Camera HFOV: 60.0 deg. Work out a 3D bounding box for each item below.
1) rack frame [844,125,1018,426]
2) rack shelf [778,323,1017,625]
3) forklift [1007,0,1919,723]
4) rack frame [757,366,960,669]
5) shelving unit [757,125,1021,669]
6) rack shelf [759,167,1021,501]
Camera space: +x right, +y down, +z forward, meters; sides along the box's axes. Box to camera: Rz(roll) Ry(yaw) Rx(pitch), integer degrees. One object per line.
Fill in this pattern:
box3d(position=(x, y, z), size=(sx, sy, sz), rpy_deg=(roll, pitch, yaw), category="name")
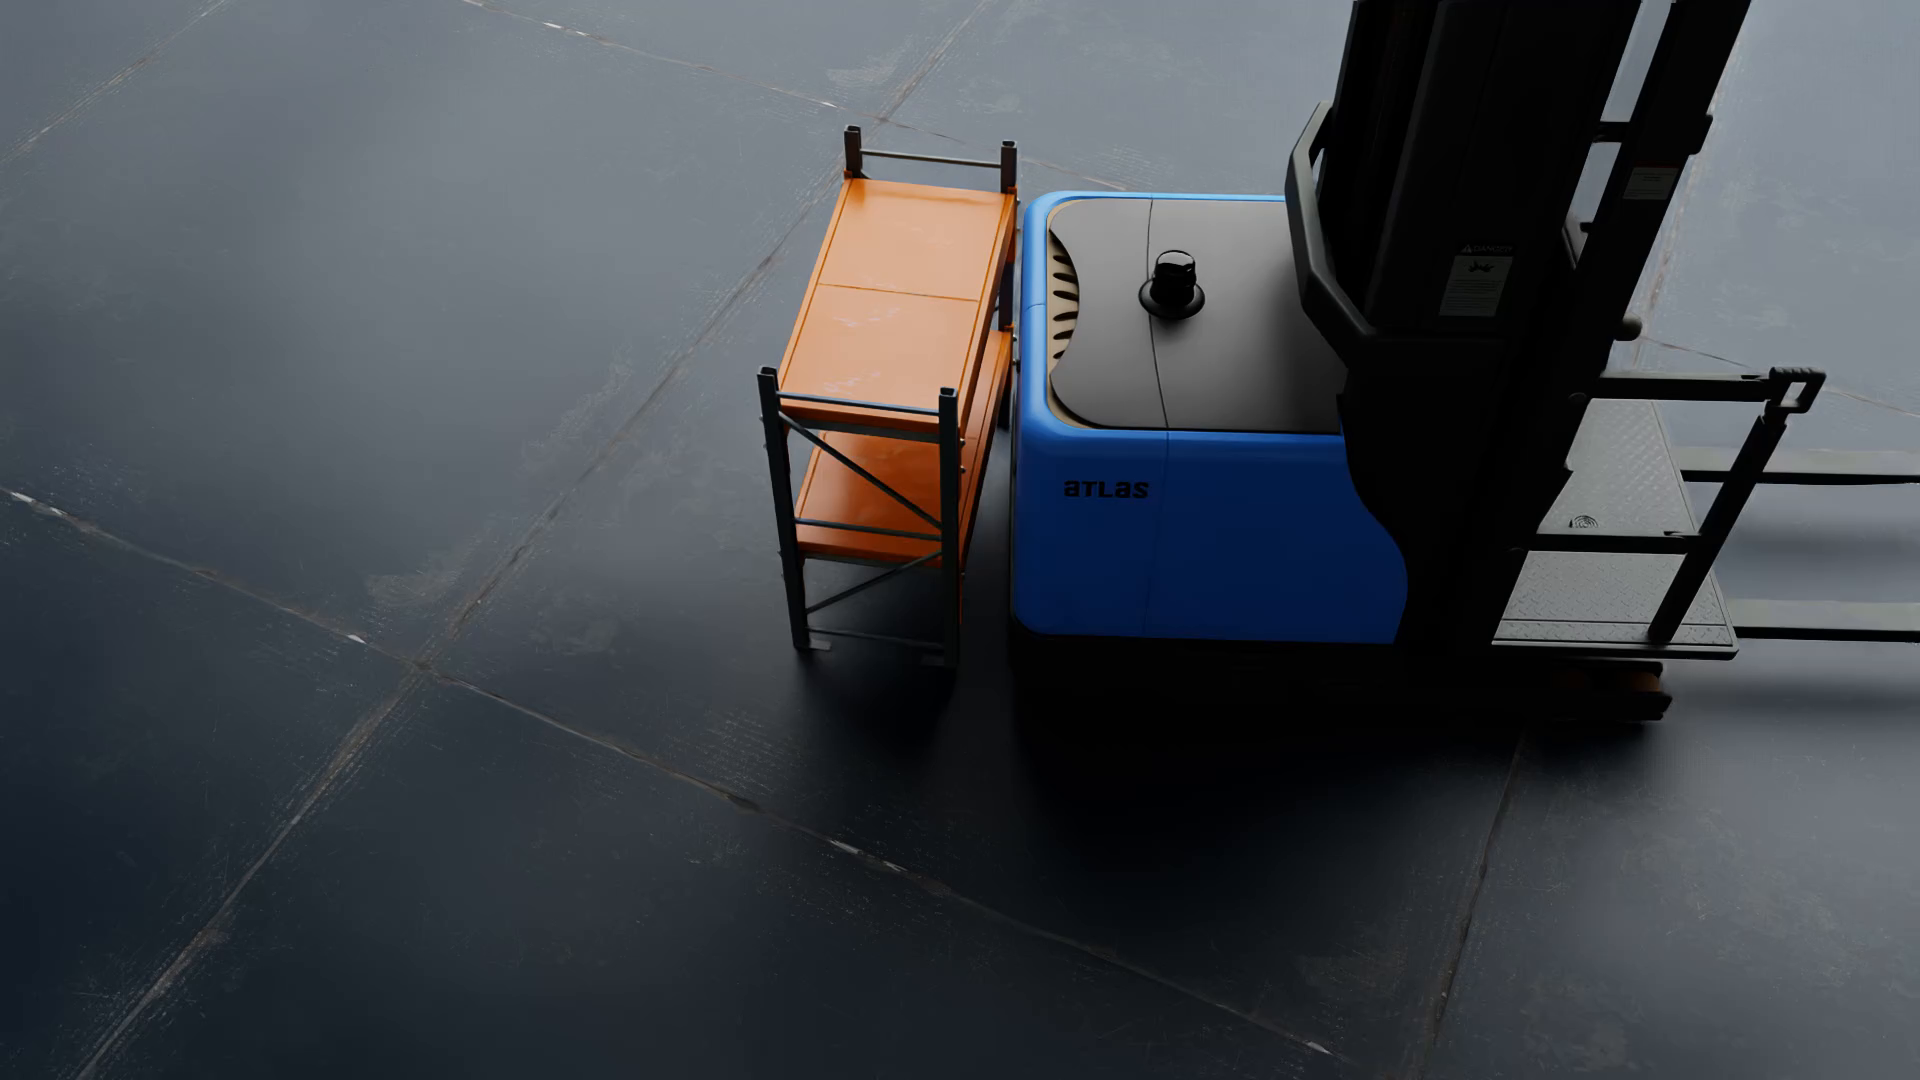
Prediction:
box3d(position=(-0.082, -0.789, 5.181), size=(0.500, 1.125, 0.032), rpy_deg=(7, 50, 6), category="rack frame")
box3d(position=(-0.166, -0.249, 5.042), size=(0.538, 0.278, 1.000), rpy_deg=(7, 50, 6), category="rack shelf")
box3d(position=(1.667, -0.837, 4.038), size=(3.031, 2.935, 1.130), rpy_deg=(1, 50, 1), category="forklift")
box3d(position=(-0.252, -0.026, 4.531), size=(0.500, 1.125, 0.032), rpy_deg=(7, 50, 6), category="rack frame")
box3d(position=(-0.167, -0.408, 4.856), size=(0.538, 1.125, 1.048), rpy_deg=(7, 50, 6), category="shelving unit")
box3d(position=(-0.168, -0.598, 4.633), size=(0.538, 0.278, 1.000), rpy_deg=(7, 50, 6), category="rack shelf")
